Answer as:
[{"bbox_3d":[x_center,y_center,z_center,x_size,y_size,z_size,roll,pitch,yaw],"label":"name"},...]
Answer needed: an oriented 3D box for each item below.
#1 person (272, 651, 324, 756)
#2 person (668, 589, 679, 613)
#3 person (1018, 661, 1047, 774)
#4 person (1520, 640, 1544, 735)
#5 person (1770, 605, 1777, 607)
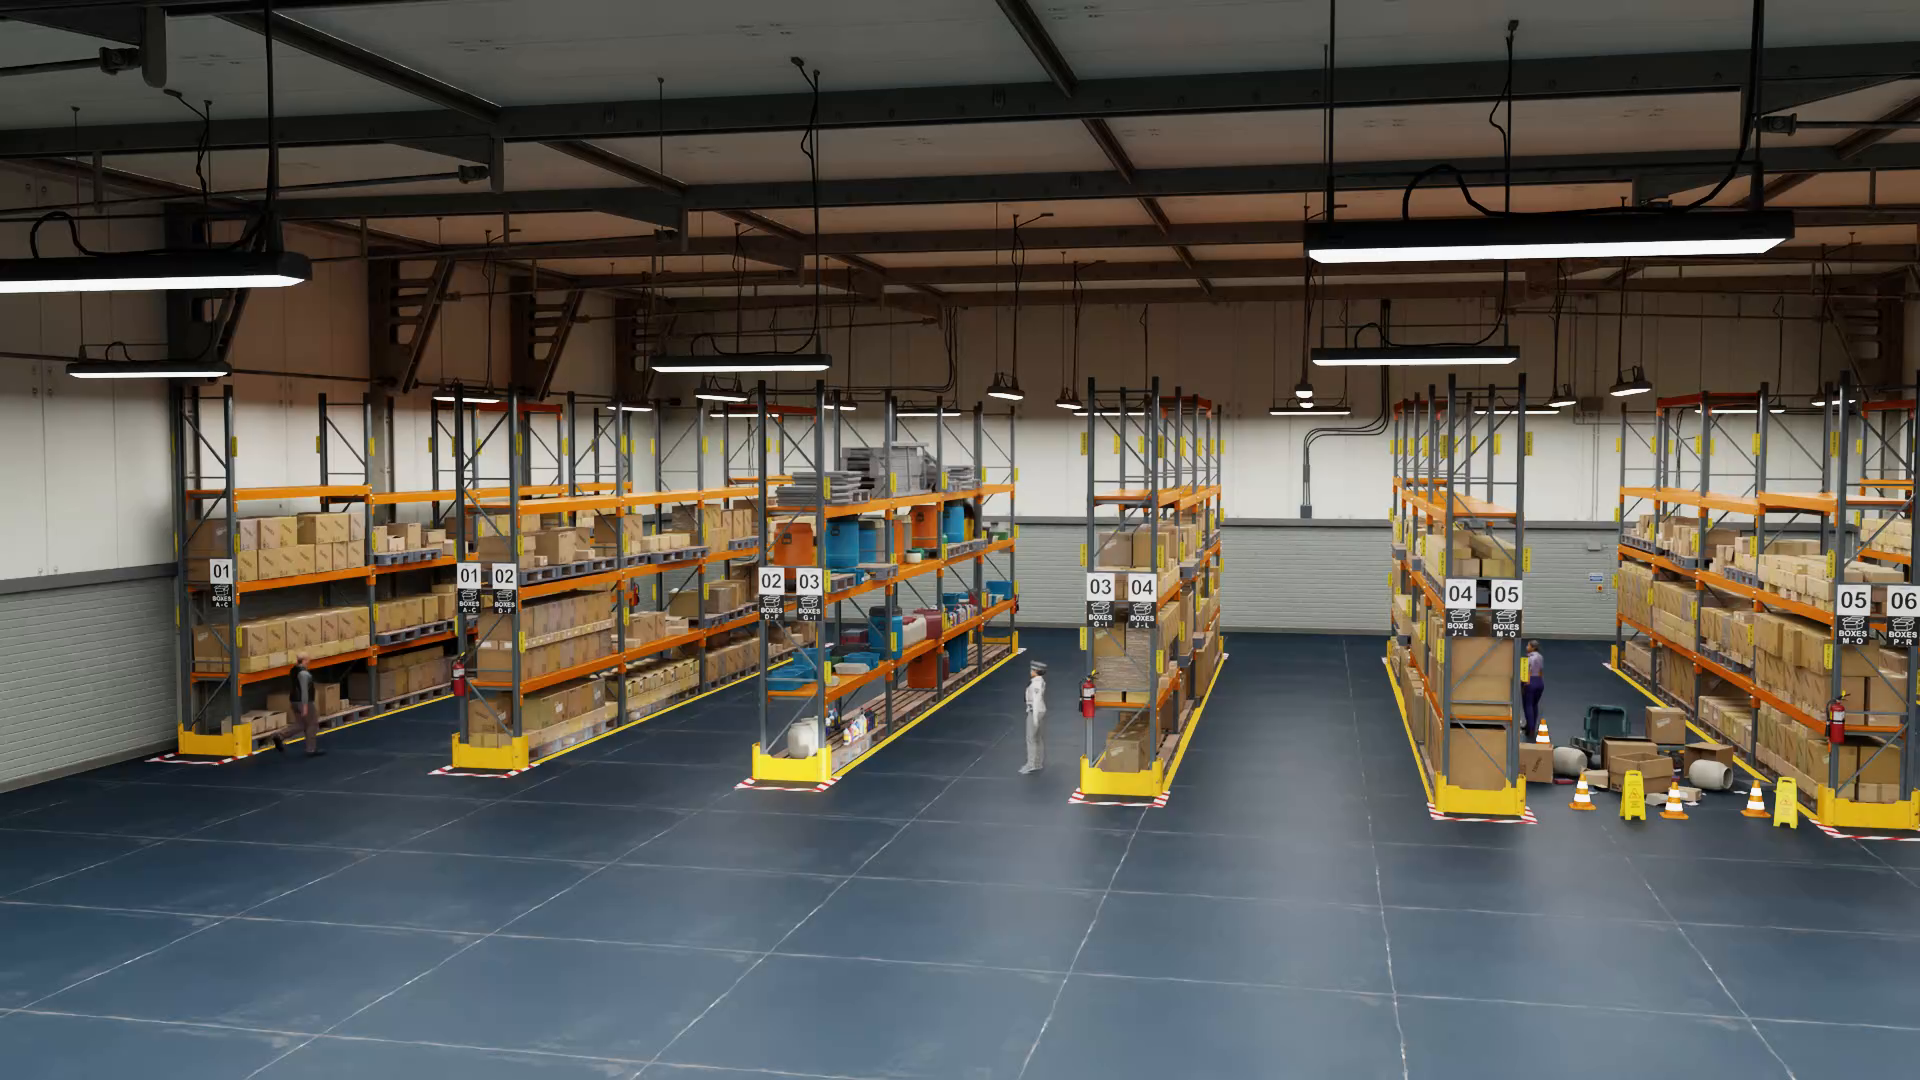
[{"bbox_3d":[-10.687,2.647,26.868,0.542,1.703,0.763,3,4,43],"label":"person"},{"bbox_3d":[-6.331,1.996,37.769,0.547,1.779,0.672,-2,4,-36],"label":"person"},{"bbox_3d":[1.134,2.729,25.720,0.380,1.709,0.589,1,3,14],"label":"person"},{"bbox_3d":[9.974,2.561,29.106,0.507,1.643,0.565,-2,4,-26],"label":"person"},{"bbox_3d":[17.531,2.183,35.827,0.552,1.670,0.765,-1,3,-18],"label":"person"}]
